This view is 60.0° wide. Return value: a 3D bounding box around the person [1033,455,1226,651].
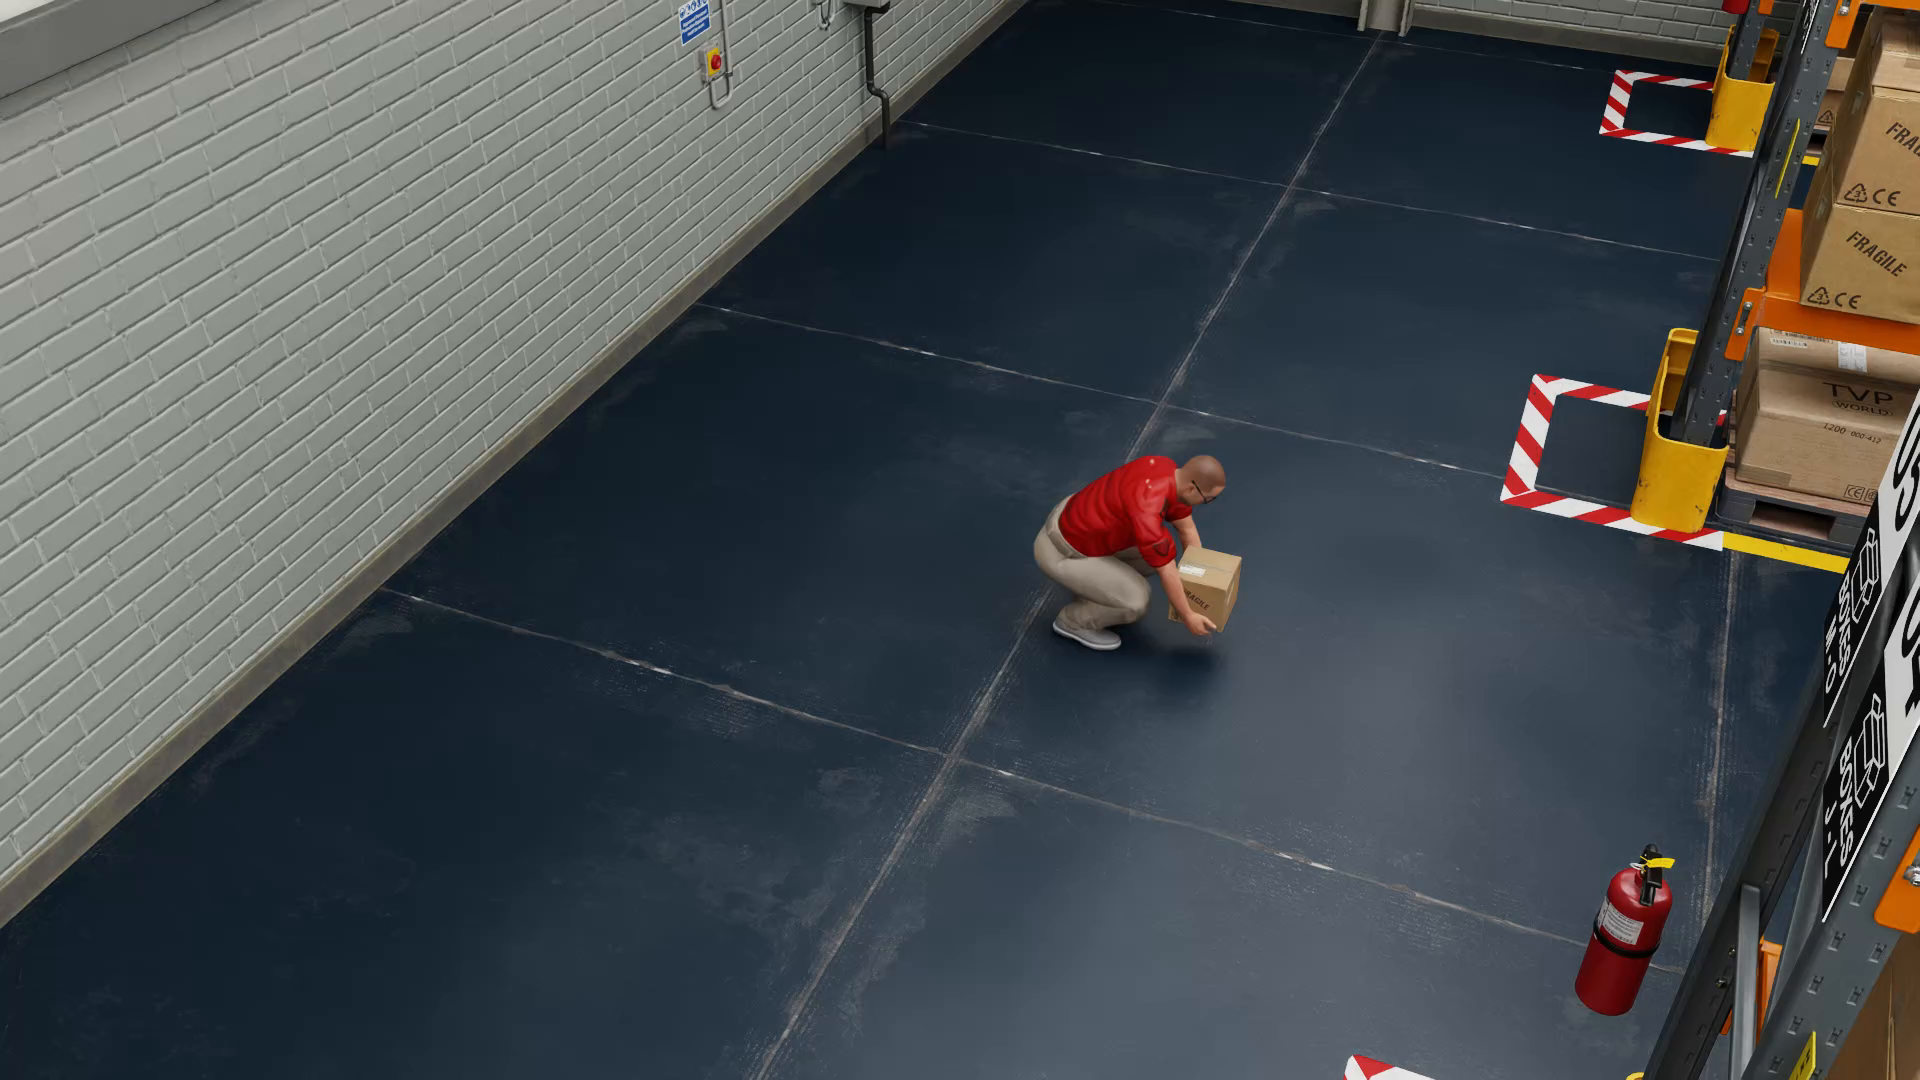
[{"bbox_3d":[0.782,0.012,7.442,0.882,0.989,0.539,13,39,17],"label":"person"}]
